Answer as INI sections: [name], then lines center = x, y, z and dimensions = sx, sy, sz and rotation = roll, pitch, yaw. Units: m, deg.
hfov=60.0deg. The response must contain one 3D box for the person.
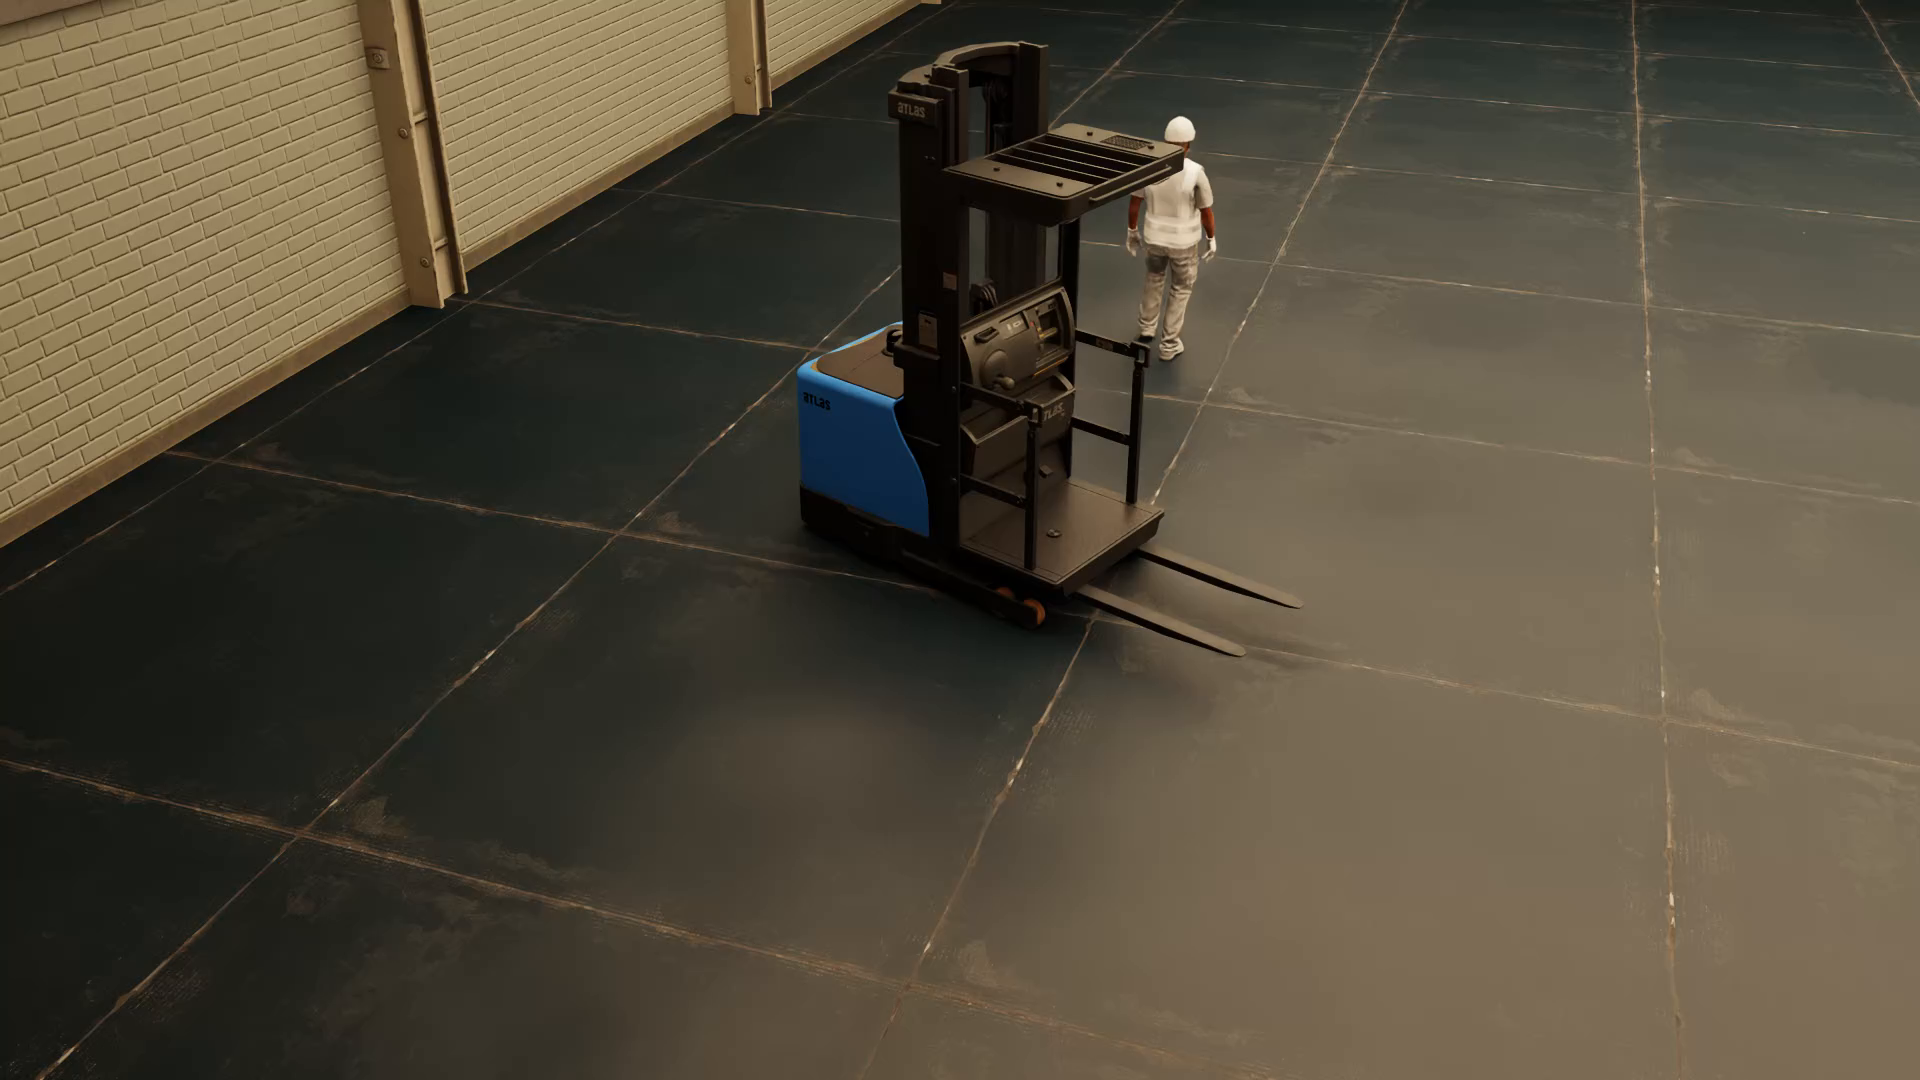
[person]
center = 1.585, -2.223, 12.275
dimensions = 0.650, 1.823, 0.550
rotation = 16, 33, 26

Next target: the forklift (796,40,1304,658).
[forklift]
center = 0.488, -1.077, 9.025
dimensions = 3.031, 2.935, 1.130
rotation = 22, 36, 33
